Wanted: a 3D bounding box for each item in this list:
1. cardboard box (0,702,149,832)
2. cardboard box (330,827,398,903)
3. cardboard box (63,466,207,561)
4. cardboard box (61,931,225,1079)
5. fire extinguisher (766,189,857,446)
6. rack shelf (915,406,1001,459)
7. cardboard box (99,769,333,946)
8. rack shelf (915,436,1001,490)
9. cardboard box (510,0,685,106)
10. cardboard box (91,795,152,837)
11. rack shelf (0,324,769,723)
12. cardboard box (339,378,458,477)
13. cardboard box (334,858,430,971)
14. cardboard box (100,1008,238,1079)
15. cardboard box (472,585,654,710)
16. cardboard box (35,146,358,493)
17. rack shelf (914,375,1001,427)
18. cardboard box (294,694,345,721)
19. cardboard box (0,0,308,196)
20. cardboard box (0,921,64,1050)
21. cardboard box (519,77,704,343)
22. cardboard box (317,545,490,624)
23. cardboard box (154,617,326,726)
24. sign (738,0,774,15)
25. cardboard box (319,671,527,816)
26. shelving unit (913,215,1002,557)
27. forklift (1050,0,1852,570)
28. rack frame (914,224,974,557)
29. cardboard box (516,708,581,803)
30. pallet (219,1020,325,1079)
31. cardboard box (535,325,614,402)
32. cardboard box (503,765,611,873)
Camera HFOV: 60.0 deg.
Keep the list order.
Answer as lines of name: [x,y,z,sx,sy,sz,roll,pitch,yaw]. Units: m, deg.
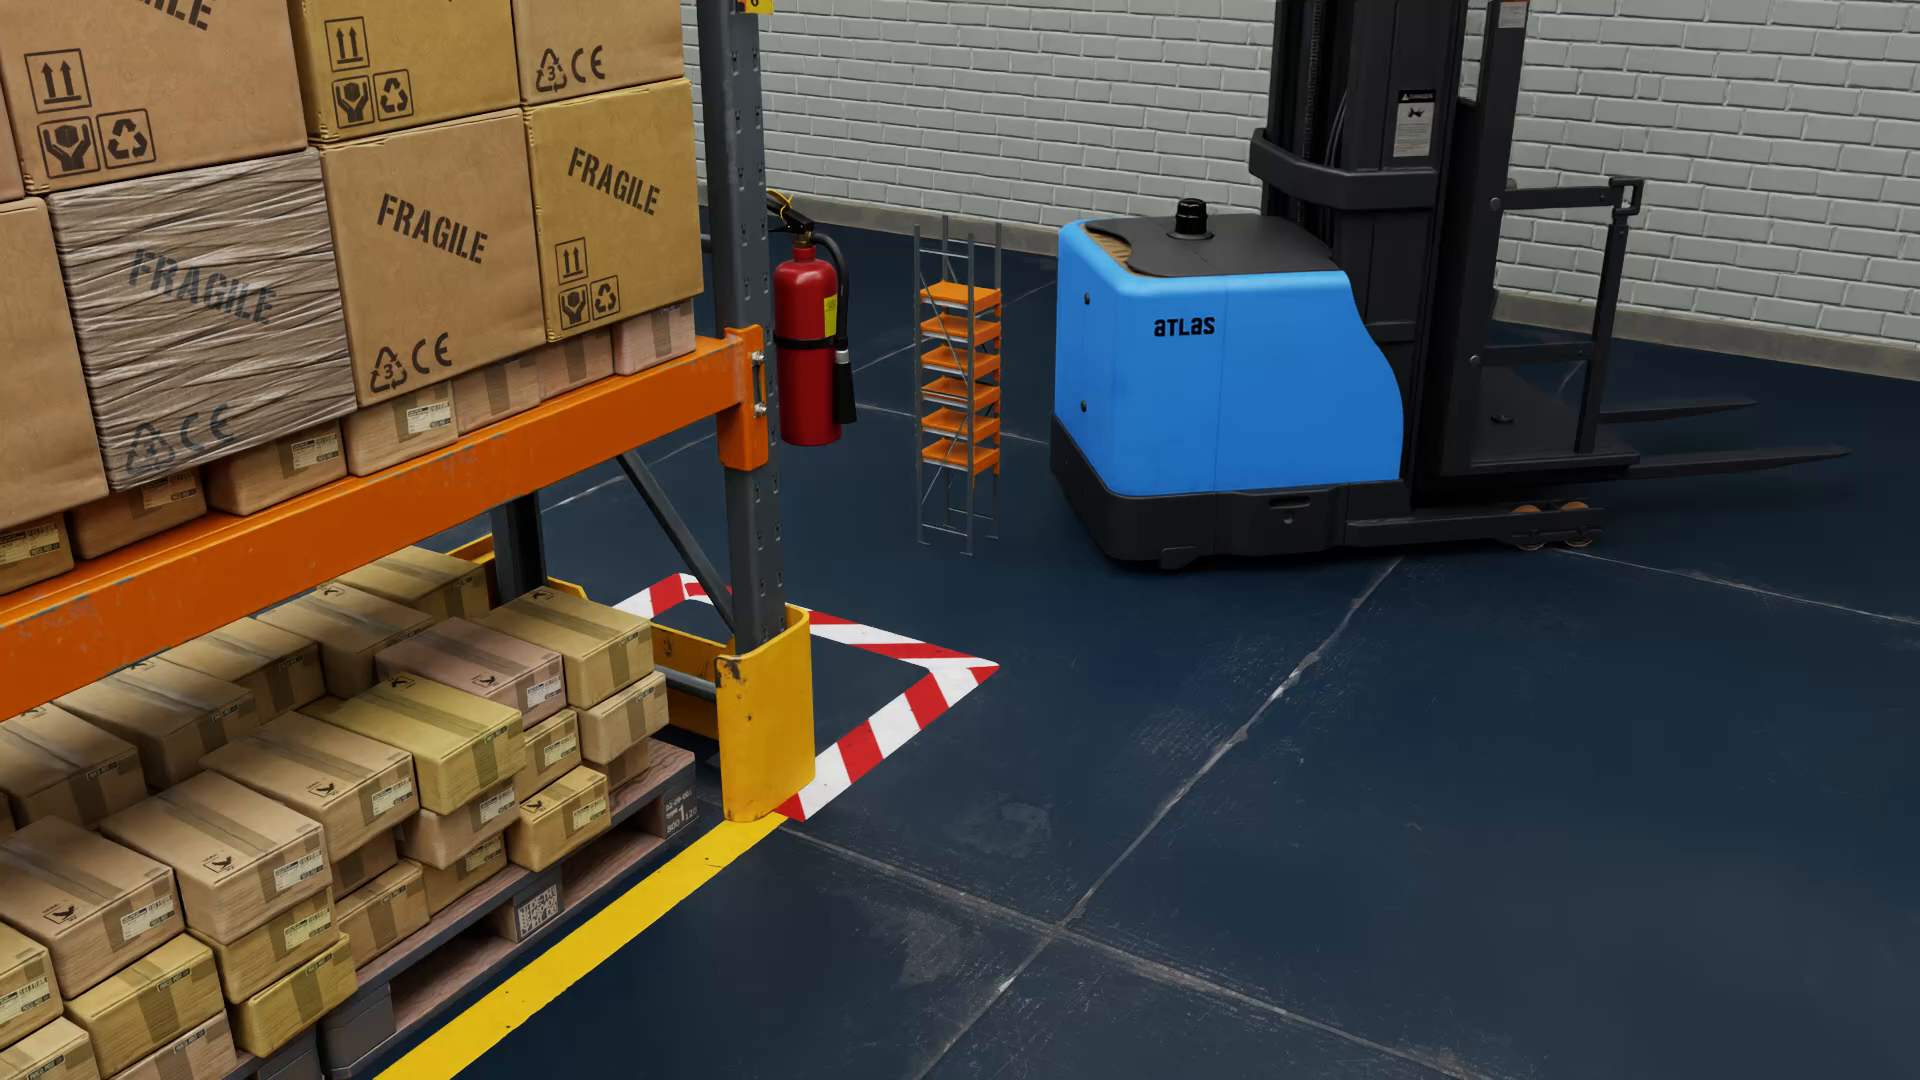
cardboard box: [-1.996,0.508,3.612,0.380,0.149,0.250,15,28,31]
cardboard box: [-1.469,0.653,3.652,0.380,0.149,0.250,14,27,28]
cardboard box: [-1.617,-0.108,3.041,0.380,0.149,0.250,13,26,27]
cardboard box: [-1.653,0.844,3.211,0.380,0.149,0.250,15,28,32]
fire extinguisher: [-0.406,-0.591,4.406,0.296,0.674,0.183,14,27,29]
rack shelf: [-0.008,-0.395,6.066,0.258,0.103,0.180,14,27,29]
cardboard box: [-1.490,0.628,3.334,0.380,0.149,0.250,15,28,31]
rack shelf: [-0.008,-0.285,6.113,0.258,0.103,0.180,14,27,29]
cardboard box: [-0.961,-1.244,3.589,0.500,0.500,0.500,13,27,28]
cardboard box: [-1.959,0.648,3.663,0.380,0.149,0.250,12,26,26]
rack shelf: [-1.986,0.196,2.927,1.077,0.370,4.000,14,27,29]
cardboard box: [-1.260,-0.270,3.414,0.380,0.149,0.250,15,27,30]
cardboard box: [-1.413,0.793,3.703,0.380,0.149,0.250,14,27,29]
cardboard box: [-1.655,0.980,3.270,0.380,0.149,0.250,14,27,30]
cardboard box: [-0.995,0.265,4.173,0.380,0.149,0.250,14,27,30]
cardboard box: [-1.485,-0.440,2.991,0.500,0.500,0.500,14,27,29]
rack shelf: [-0.008,-0.505,6.018,0.258,0.103,0.180,14,27,29]
cardboard box: [-1.672,0.475,4.063,0.380,0.149,0.250,14,27,30]
cardboard box: [-1.495,-0.896,2.784,0.500,0.500,0.500,15,28,32]
cardboard box: [-1.837,0.788,2.964,0.380,0.149,0.250,14,27,29]
cardboard box: [-0.949,-0.786,3.790,0.500,0.500,0.500,14,27,30]
cardboard box: [-1.496,0.139,4.464,0.380,0.149,0.250,13,26,27]
cardboard box: [-1.781,0.315,4.057,0.380,0.149,0.250,14,27,29]
sign: [-0.470,-1.363,3.767,0.100,0.325,0.005,14,27,29]
cardboard box: [-1.205,0.452,3.741,0.380,0.149,0.250,13,27,28]
shelving unit: [-0.008,-0.546,6.000,0.258,1.200,0.189,14,27,29]
forklift: [1.931,-1.508,6.043,3.031,2.935,1.130,-4,24,-9]
rack frame: [-0.056,-0.515,5.929,0.240,1.200,0.006,14,27,29]
cardboard box: [-1.151,0.485,4.040,0.380,0.149,0.250,13,27,28]
pallet: [-2.074,1.173,3.275,1.003,0.211,1.213,14,27,29]
cardboard box: [-1.026,-0.449,3.827,0.380,0.149,0.250,14,27,29]
cardboard box: [-1.081,0.636,4.066,0.380,0.149,0.250,15,27,31]
